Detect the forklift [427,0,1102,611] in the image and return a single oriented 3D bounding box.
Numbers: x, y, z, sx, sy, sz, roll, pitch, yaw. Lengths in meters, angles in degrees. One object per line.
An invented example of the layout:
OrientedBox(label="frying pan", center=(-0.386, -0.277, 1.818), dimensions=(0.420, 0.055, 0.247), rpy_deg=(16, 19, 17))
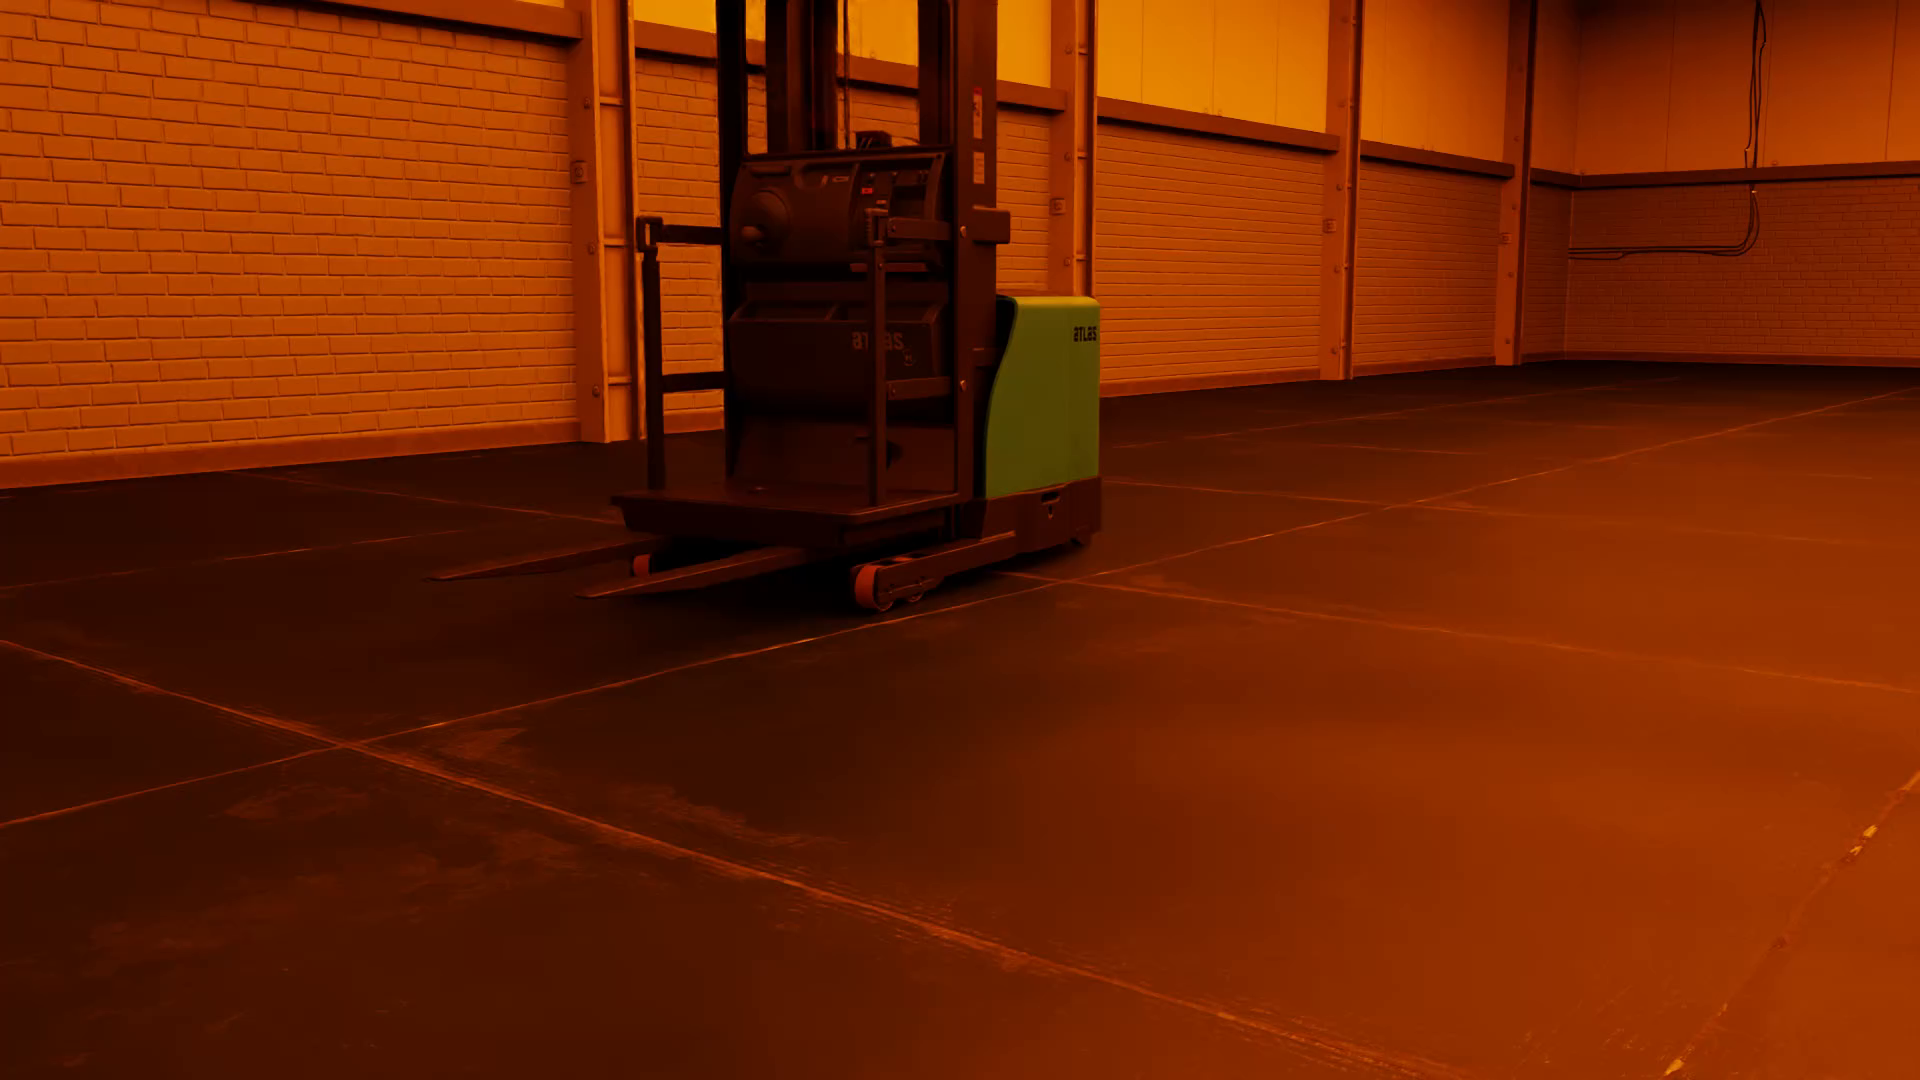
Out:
OrientedBox(label="forklift", center=(-0.573, -1.279, 6.024), dimensions=(1.130, 2.935, 3.031), rpy_deg=(5, 10, 30))
